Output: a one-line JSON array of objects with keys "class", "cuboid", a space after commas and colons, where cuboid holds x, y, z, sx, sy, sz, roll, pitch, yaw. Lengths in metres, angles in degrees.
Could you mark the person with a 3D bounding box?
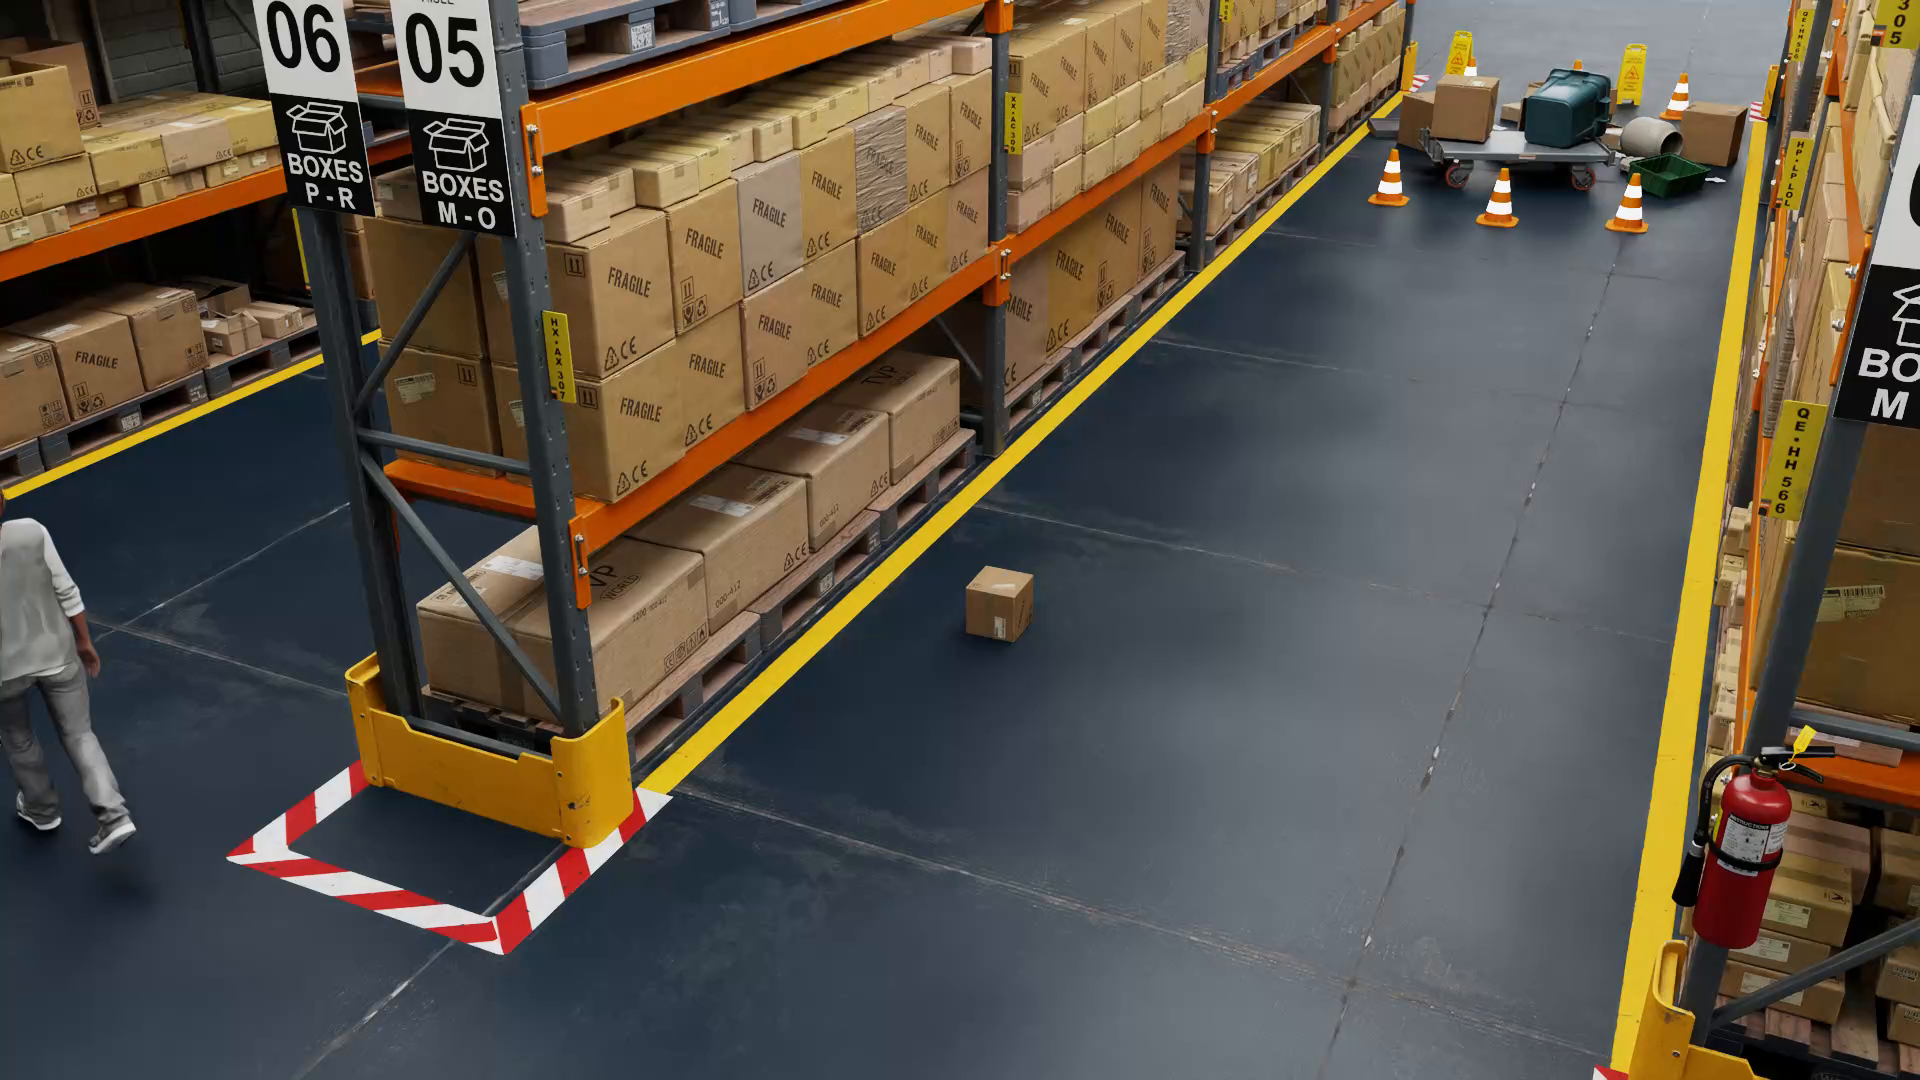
[{"class": "person", "cuboid": [-3.432, 0.520, 6.184, 0.456, 1.452, 0.825, -23, 34, -38]}]
